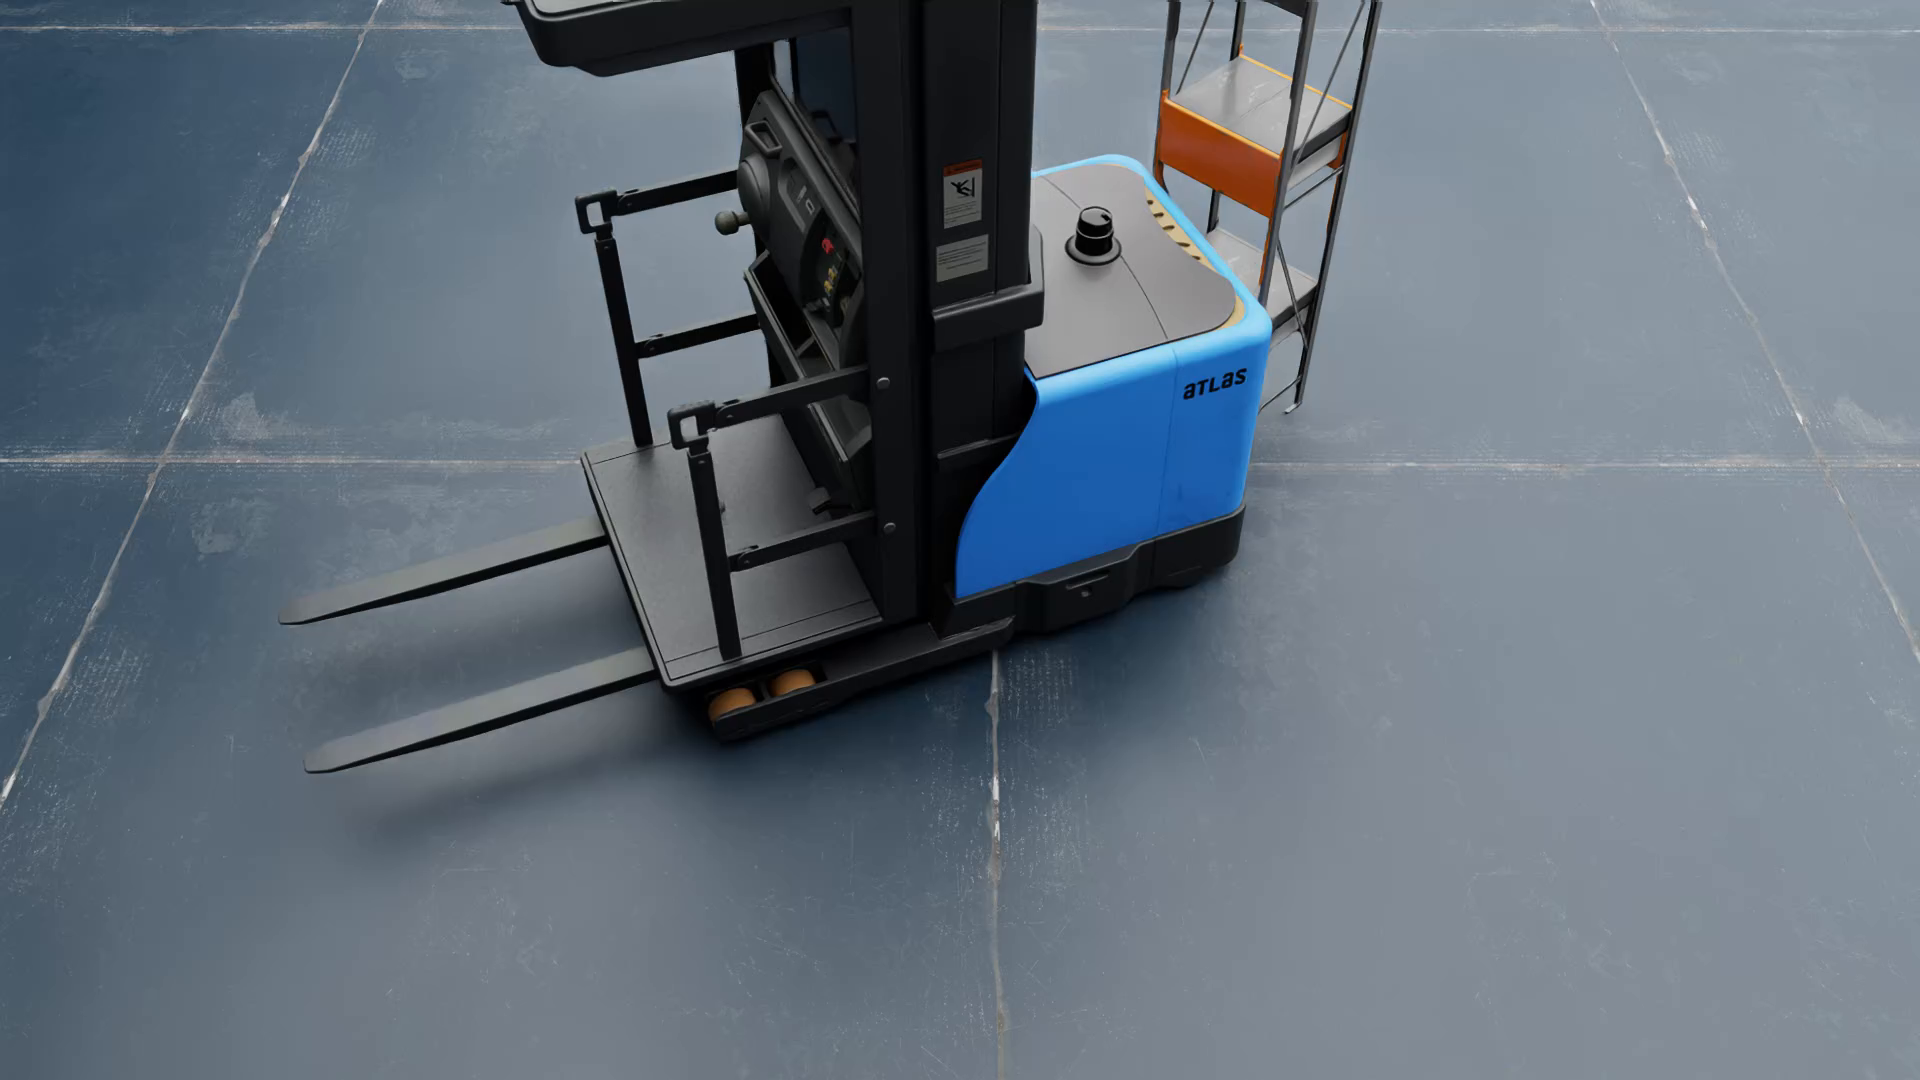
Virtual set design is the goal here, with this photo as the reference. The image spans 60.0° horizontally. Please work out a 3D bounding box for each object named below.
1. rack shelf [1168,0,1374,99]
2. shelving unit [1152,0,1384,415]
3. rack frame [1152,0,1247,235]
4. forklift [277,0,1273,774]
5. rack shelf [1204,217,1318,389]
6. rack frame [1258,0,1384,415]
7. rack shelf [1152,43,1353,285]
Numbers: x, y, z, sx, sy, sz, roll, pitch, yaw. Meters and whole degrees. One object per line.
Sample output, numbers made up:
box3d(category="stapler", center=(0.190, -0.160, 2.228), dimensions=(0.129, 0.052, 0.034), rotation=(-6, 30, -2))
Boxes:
box3d(category="rack shelf", center=(0.961, -1.719, 4.978), dimensions=(0.480, 0.518, 0.431), rotation=(36, 56, 29))
box3d(category="shelving unit", center=(0.961, -1.252, 5.481), dimensions=(0.503, 2.100, 0.431), rotation=(36, 56, 29))
box3d(category="rack frame", center=(0.787, -1.377, 5.597), dimensions=(0.015, 2.100, 0.400), rotation=(36, 56, 29))
box3d(category="forklift", center=(-0.625, -0.822, 4.513), dimensions=(3.031, 2.935, 1.130), rotation=(-17, 49, -15))
box3d(category="rack shelf", center=(0.961, -0.766, 6.003), dimensions=(0.480, 0.518, 0.431), rotation=(36, 56, 29))
box3d(category="rack frame", center=(1.135, -1.127, 5.364), dimensions=(0.015, 2.100, 0.400), rotation=(36, 56, 29))
box3d(category="rack shelf", center=(0.961, -1.243, 5.491), dimensions=(0.480, 0.518, 0.431), rotation=(36, 56, 29))
